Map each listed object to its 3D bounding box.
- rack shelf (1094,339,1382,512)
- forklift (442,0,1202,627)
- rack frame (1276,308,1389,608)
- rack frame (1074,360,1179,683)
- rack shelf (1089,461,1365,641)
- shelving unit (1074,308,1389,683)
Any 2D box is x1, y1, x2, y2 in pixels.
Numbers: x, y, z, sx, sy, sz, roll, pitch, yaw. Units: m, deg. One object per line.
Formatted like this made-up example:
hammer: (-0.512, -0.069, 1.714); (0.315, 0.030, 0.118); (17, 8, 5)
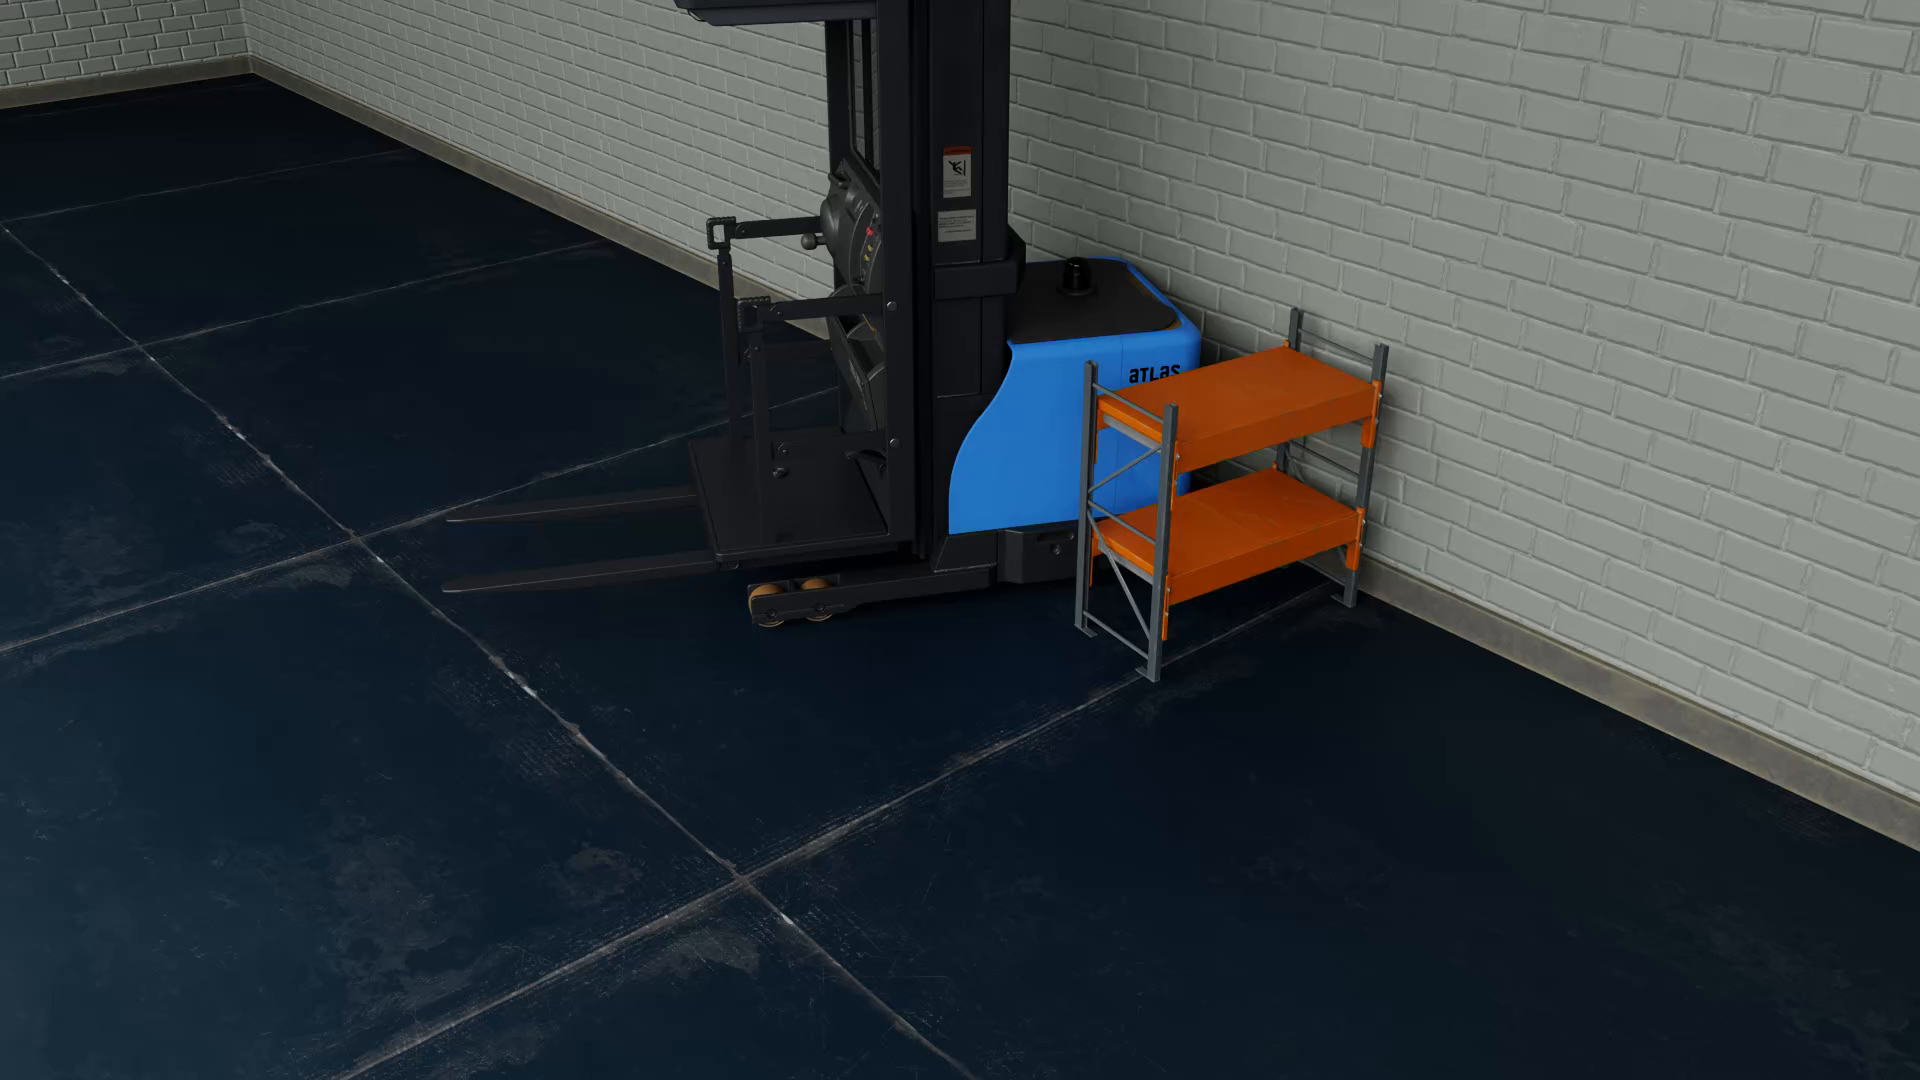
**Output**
rack shelf: (1.031, -0.450, 6.278); (1.000, 0.278, 0.538); (-17, 33, -29)
forklift: (-0.605, -1.222, 6.426); (3.031, 2.935, 1.130); (-7, 29, -12)
rack frame: (1.457, -0.323, 6.660); (0.032, 1.125, 0.500); (-17, 33, -29)
rack frame: (0.605, -0.061, 6.171); (0.032, 1.125, 0.500); (-17, 33, -29)
rack shelf: (1.031, 0.024, 6.531); (1.000, 0.278, 0.538); (-17, 33, -29)
shelving unit: (1.031, -0.192, 6.416); (1.048, 1.125, 0.538); (-17, 33, -29)
